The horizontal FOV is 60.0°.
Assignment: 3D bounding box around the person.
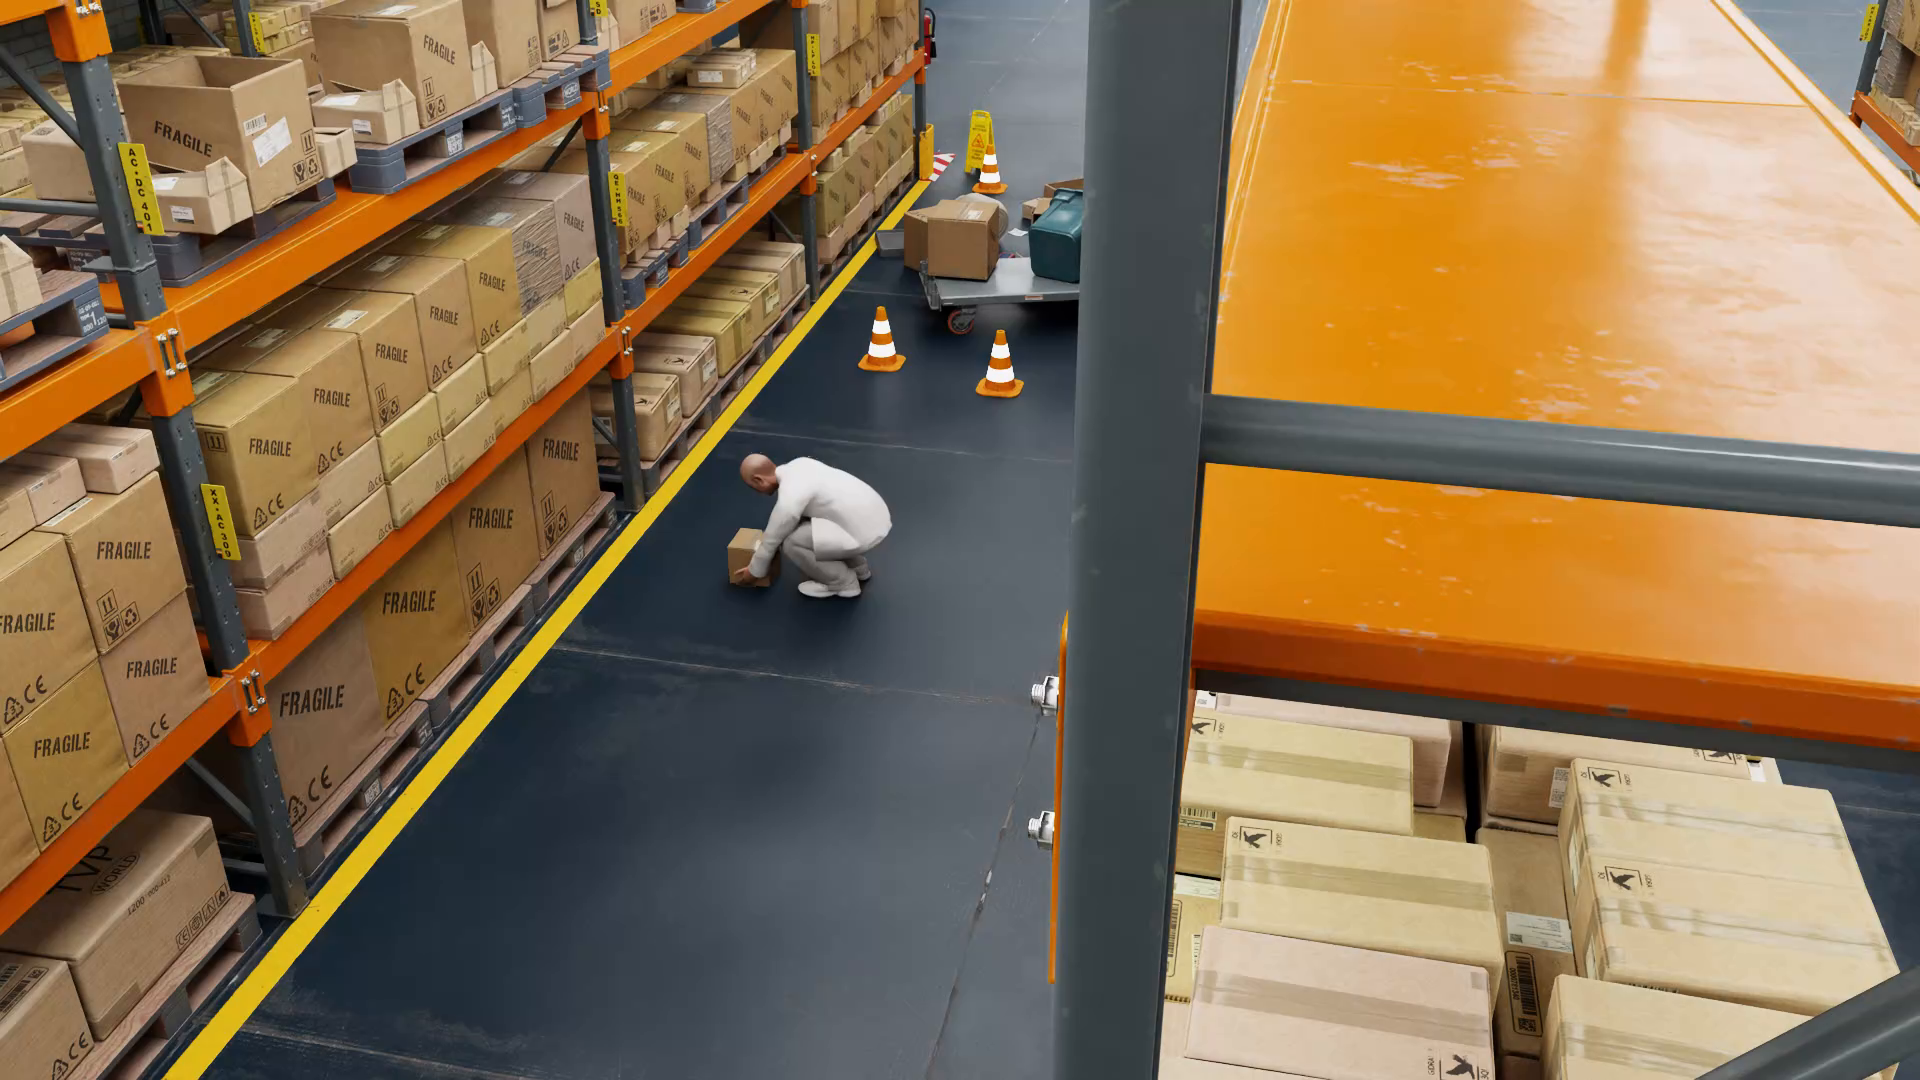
[{"bbox_3d":[-0.870,-0.103,9.834,0.935,0.878,0.587,6,29,11],"label":"person"}]
